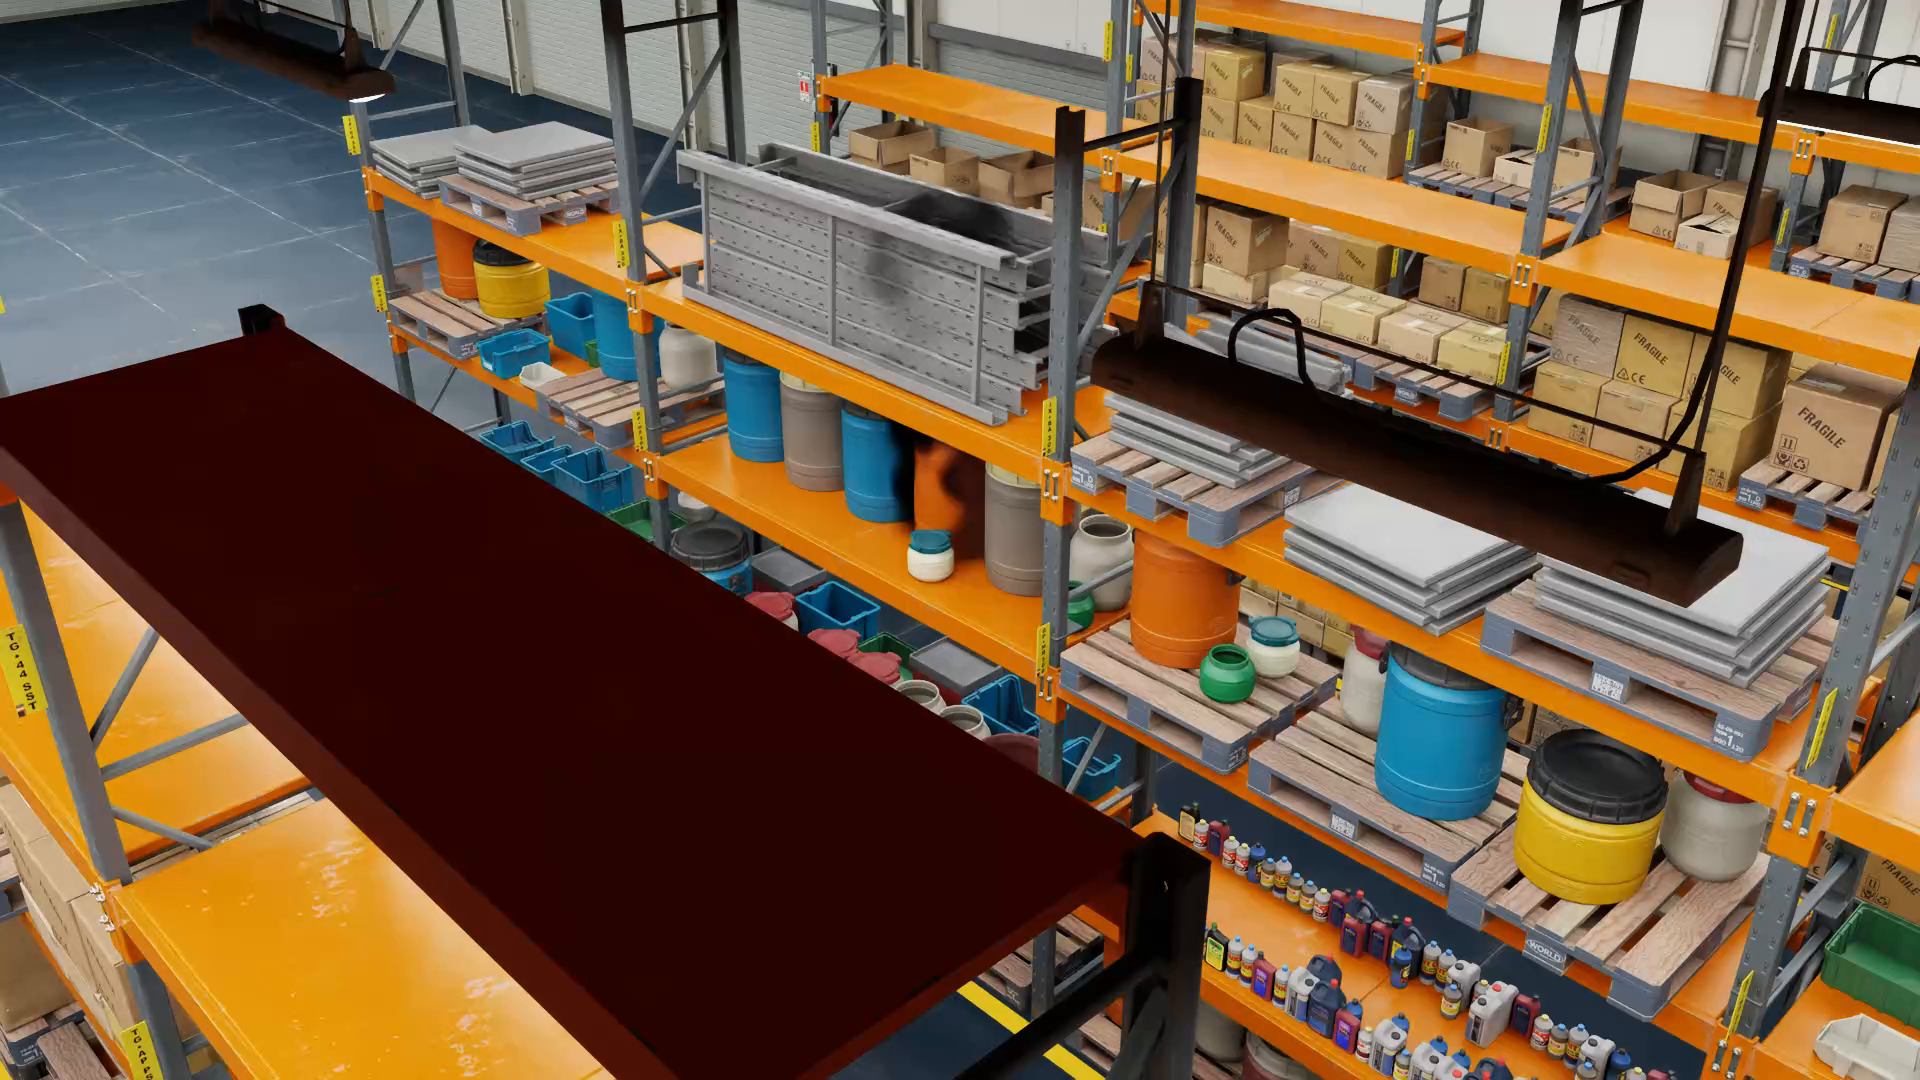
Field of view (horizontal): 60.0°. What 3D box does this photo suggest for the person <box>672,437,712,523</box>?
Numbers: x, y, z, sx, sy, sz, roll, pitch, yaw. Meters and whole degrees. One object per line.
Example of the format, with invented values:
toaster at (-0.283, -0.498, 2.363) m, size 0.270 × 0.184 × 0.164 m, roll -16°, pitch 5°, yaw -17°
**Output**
person at (-2.430, -0.368, 15.702) m, size 0.860 × 1.745 × 0.669 m, roll 23°, pitch 36°, yaw 36°
